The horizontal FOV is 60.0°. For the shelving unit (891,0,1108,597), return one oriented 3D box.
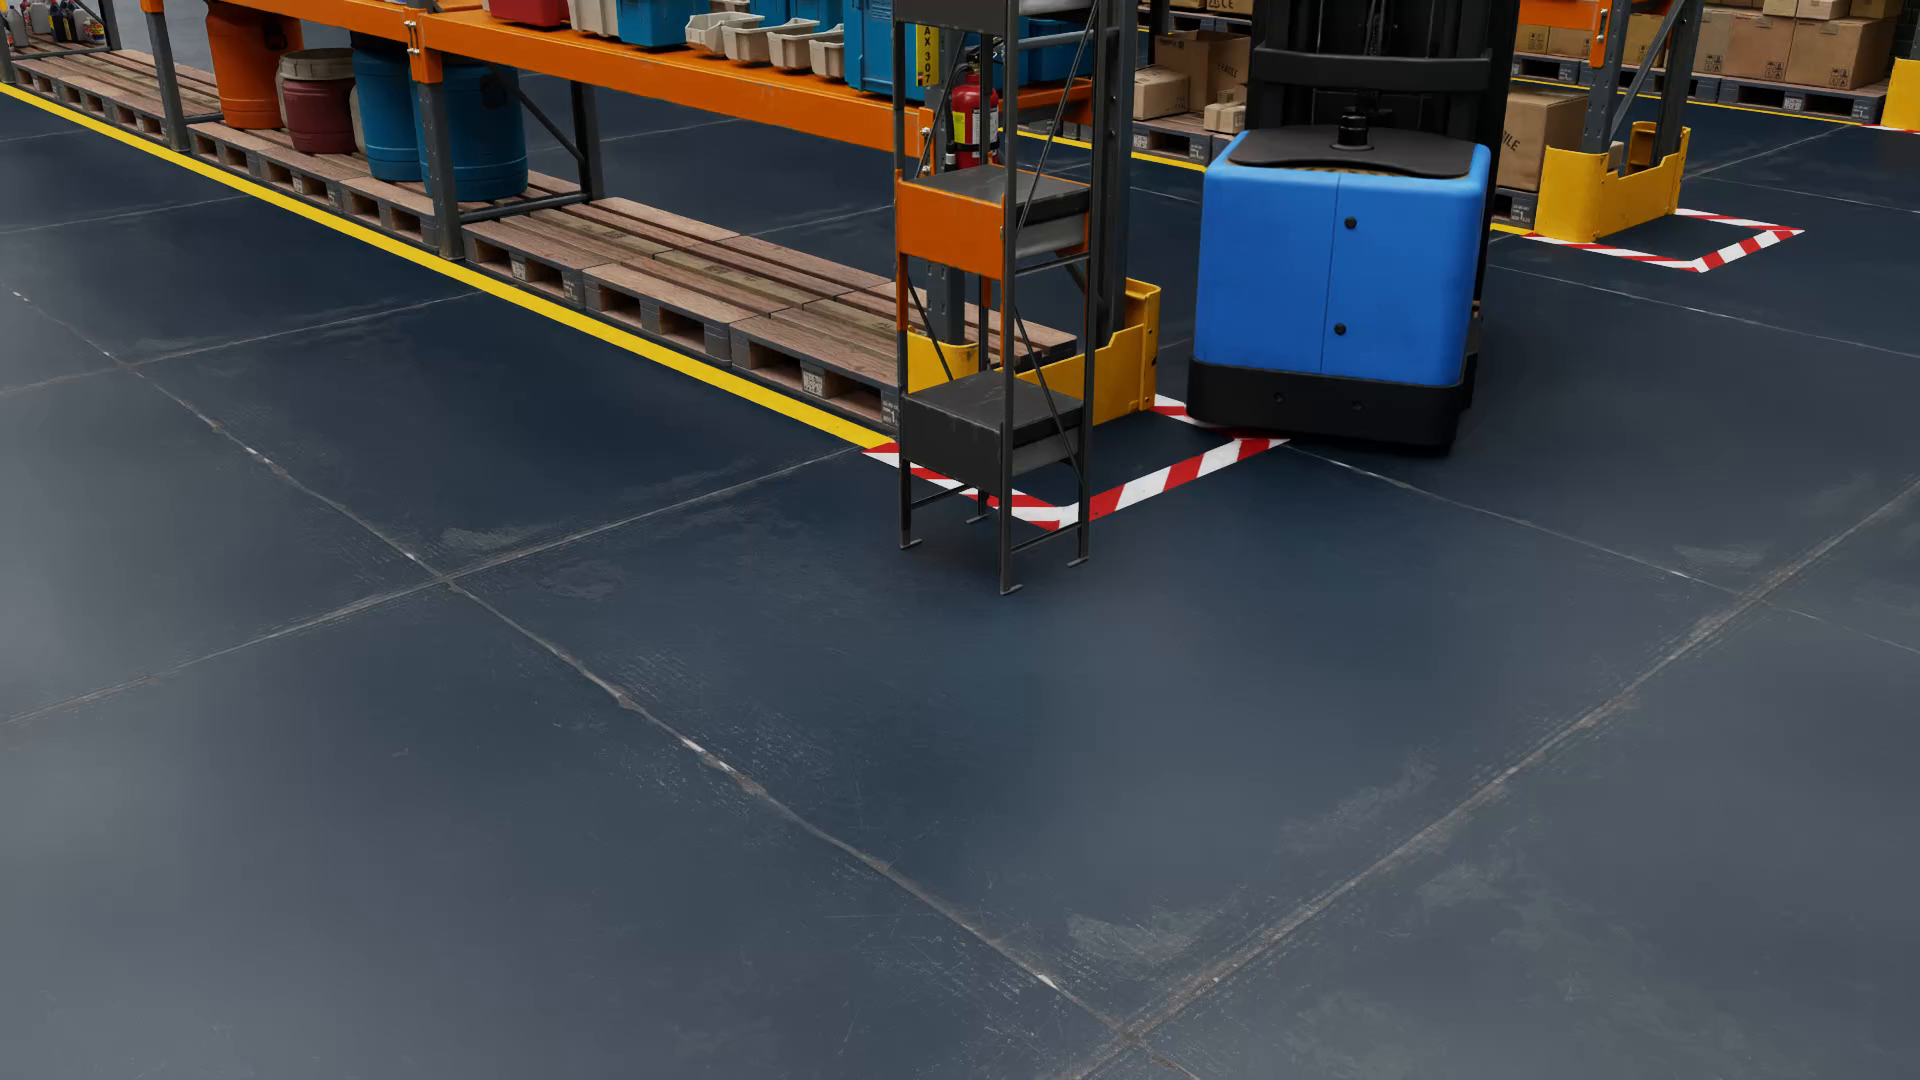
[{"bbox_3d":[0.113,-0.905,5.204,0.431,2.100,0.503,-21,32,-38],"label":"shelving unit"}]

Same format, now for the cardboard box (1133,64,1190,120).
[{"bbox_3d":[1.291,-3.232,11.929,0.500,0.311,0.500,-21,32,-38],"label":"cardboard box"}]

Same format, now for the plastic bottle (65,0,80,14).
[{"bbox_3d":[-8.173,-4.820,15.363,0.144,0.351,0.185,-20,31,-37],"label":"plastic bottle"}]

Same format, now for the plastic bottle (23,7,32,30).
[{"bbox_3d":[-8.914,-5.003,15.943,0.097,0.201,0.097,0,25,0],"label":"plastic bottle"}]

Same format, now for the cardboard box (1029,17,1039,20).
[{"bbox_3d":[0.637,-3.880,13.123,0.500,0.500,0.500,-21,32,-38],"label":"cardboard box"}]

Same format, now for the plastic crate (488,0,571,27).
[{"bbox_3d":[-2.029,-2.754,8.023,0.402,0.464,0.583,-21,32,-38],"label":"plastic crate"}]

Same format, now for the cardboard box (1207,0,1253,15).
[{"bbox_3d":[3.043,-5.747,16.818,0.750,0.750,0.750,-21,32,-39],"label":"cardboard box"}]

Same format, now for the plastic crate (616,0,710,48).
[{"bbox_3d":[-1.313,-2.328,7.368,0.416,0.233,0.300,-21,32,-38],"label":"plastic crate"}]

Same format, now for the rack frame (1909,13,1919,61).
[{"bbox_3d":[7.510,-4.638,12.302,1.000,3.000,0.127,-21,32,-38],"label":"rack frame"}]

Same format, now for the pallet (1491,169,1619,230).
[{"bbox_3d":[3.299,-2.227,10.377,1.003,0.211,1.213,-21,32,-38],"label":"pallet"}]

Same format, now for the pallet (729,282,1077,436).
[{"bbox_3d":[-0.257,-0.819,7.292,1.003,0.211,1.213,-21,32,-38],"label":"pallet"}]

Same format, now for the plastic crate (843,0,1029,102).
[{"bbox_3d":[-0.087,-1.919,6.228,0.616,0.435,0.499,-21,32,-38],"label":"plastic crate"}]

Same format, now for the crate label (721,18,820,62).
[{"bbox_3d":[-0.807,-2.100,6.984,0.396,0.136,0.243,-21,32,-38],"label":"crate label"}]

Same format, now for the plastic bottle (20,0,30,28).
[{"bbox_3d":[-9.008,-5.093,16.042,0.061,0.283,0.133,-21,32,-38],"label":"plastic bottle"}]

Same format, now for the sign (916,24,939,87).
[{"bbox_3d":[-0.113,-1.741,5.755,0.100,0.325,0.005,-21,32,-38],"label":"sign"}]

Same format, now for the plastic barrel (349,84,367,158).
[{"bbox_3d":[-3.620,-2.679,10.500,0.421,0.512,0.421,0,25,0],"label":"plastic barrel"}]

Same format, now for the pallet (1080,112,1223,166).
[{"bbox_3d":[1.631,-2.966,11.998,1.003,0.211,1.213,-21,32,-38],"label":"pallet"}]

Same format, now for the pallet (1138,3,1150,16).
[{"bbox_3d":[1.509,-6.030,18.714,1.003,0.211,1.213,-21,32,-38],"label":"pallet"}]

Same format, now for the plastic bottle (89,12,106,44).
[{"bbox_3d":[-7.822,-4.643,15.070,0.097,0.271,0.097,0,25,0],"label":"plastic bottle"}]

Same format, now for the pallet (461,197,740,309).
[{"bbox_3d":[-1.925,-1.559,8.912,1.003,0.211,1.213,-21,32,-38],"label":"pallet"}]

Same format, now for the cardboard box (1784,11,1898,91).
[{"bbox_3d":[6.958,-3.875,13.136,0.700,0.500,0.500,-21,32,-38],"label":"cardboard box"}]

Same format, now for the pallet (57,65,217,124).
[{"bbox_3d":[-6.521,-3.598,13.382,1.003,0.211,1.213,-21,32,-38],"label":"pallet"}]

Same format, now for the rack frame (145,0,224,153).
[{"bbox_3d":[-5.190,-4.251,11.454,1.000,3.000,0.127,-21,32,-38],"label":"rack frame"}]

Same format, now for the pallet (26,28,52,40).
[{"bbox_3d":[-9.191,-4.779,15.972,1.003,0.211,1.213,-21,32,-38],"label":"pallet"}]

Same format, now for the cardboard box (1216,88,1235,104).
[{"bbox_3d":[2.059,-3.158,11.962,0.380,0.149,0.250,-21,32,-38],"label":"cardboard box"}]

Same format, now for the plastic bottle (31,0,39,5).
[{"bbox_3d":[-8.836,-5.078,16.018,0.152,0.276,0.135,-22,33,-40],"label":"plastic bottle"}]

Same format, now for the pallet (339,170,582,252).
[{"bbox_3d":[-2.953,-2.016,9.915,1.003,0.211,1.213,-21,32,-38],"label":"pallet"}]

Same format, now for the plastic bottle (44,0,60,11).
[{"bbox_3d":[-8.592,-5.006,15.771,0.144,0.351,0.185,-22,32,-39],"label":"plastic bottle"}]

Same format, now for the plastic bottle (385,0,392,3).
[{"bbox_3d":[-3.061,-3.004,8.960,0.097,0.201,0.097,0,25,0],"label":"plastic bottle"}]

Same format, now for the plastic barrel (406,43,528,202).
[{"bbox_3d":[-2.815,-2.445,9.518,0.600,0.901,0.708,-21,32,-38],"label":"plastic barrel"}]

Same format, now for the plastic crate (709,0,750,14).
[{"bbox_3d":[-1.046,-2.504,7.871,0.293,0.136,0.466,-21,32,-38],"label":"plastic crate"}]

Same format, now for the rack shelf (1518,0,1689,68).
[{"bbox_3d":[2.529,-3.510,10.697,1.077,0.370,4.000,-21,32,-38],"label":"rack shelf"}]

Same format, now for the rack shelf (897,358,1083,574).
[{"bbox_3d":[0.113,-0.256,5.500,0.431,0.518,0.480,-21,32,-38],"label":"rack shelf"}]

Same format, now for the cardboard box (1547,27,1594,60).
[{"bbox_3d":[5.553,-4.495,14.494,0.700,0.500,0.500,-22,32,-39],"label":"cardboard box"}]

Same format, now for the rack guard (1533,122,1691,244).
[{"bbox_3d":[3.844,-2.117,9.788,1.175,0.500,0.348,-21,32,-38],"label":"rack guard"}]

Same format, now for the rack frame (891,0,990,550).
[{"bbox_3d":[-0.054,-0.979,5.366,0.400,2.100,0.015,-21,32,-38],"label":"rack frame"}]

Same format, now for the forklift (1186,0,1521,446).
[{"bbox_3d":[1.857,-2.279,7.213,1.130,2.935,3.031,8,26,17],"label":"forklift"}]

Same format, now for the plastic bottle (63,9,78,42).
[{"bbox_3d":[-8.140,-4.708,15.199,0.061,0.283,0.133,-21,32,-38],"label":"plastic bottle"}]

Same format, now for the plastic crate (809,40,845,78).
[{"bbox_3d":[-0.412,-1.930,6.613,0.396,0.136,0.243,-21,32,-38],"label":"plastic crate"}]

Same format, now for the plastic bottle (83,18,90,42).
[{"bbox_3d":[-7.961,-4.672,15.220,0.097,0.201,0.097,0,25,0],"label":"plastic bottle"}]

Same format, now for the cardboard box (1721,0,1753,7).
[{"bbox_3d":[6.498,-4.495,13.714,0.380,0.149,0.250,-21,32,-38],"label":"cardboard box"}]

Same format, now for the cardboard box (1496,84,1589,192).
[{"bbox_3d":[3.345,-2.389,9.855,0.500,0.500,0.500,-21,32,-38],"label":"cardboard box"}]

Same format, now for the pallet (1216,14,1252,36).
[{"bbox_3d":[3.355,-5.163,16.813,1.003,0.211,1.213,-21,32,-38],"label":"pallet"}]

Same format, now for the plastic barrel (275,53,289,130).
[{"bbox_3d":[-4.392,-3.021,11.250,0.421,0.512,0.421,0,25,0],"label":"plastic barrel"}]

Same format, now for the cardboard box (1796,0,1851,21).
[{"bbox_3d":[6.737,-4.158,12.974,0.380,0.149,0.250,-22,32,-39],"label":"cardboard box"}]

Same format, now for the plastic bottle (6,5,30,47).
[{"bbox_3d":[-8.469,-4.612,14.907,0.144,0.351,0.185,-21,32,-38],"label":"plastic bottle"}]

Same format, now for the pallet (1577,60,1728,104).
[{"bbox_3d":[6.076,-3.959,14.173,1.003,0.211,1.213,-21,32,-38],"label":"pallet"}]

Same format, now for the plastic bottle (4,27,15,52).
[{"bbox_3d":[-8.399,-4.411,14.647,0.097,0.201,0.097,0,25,0],"label":"plastic bottle"}]

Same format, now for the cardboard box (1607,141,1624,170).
[{"bbox_3d":[3.861,-2.359,10.211,0.380,0.149,0.250,-21,32,-38],"label":"cardboard box"}]

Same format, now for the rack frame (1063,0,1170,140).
[{"bbox_3d":[1.162,-4.443,11.876,1.000,3.000,0.127,-21,32,-38],"label":"rack frame"}]

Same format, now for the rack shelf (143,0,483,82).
[{"bbox_3d":[-3.823,-3.318,10.275,1.077,0.370,4.000,-21,32,-38],"label":"rack shelf"}]

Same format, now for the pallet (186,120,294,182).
[{"bbox_3d":[-4.621,-2.755,11.535,1.003,0.211,1.213,-21,32,-38],"label":"pallet"}]

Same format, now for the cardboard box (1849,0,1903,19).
[{"bbox_3d":[7.190,-4.189,13.043,0.380,0.149,0.250,-21,32,-38],"label":"cardboard box"}]

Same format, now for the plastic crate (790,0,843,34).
[{"bbox_3d":[-0.550,-2.345,7.407,0.416,0.233,0.300,-21,32,-38],"label":"plastic crate"}]

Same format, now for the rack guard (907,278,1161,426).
[{"bbox_3d":[0.304,-0.686,6.652,1.175,0.500,0.348,-21,32,-38],"label":"rack guard"}]

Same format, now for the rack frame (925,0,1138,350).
[{"bbox_3d":[0.278,-1.827,6.141,1.000,3.000,0.127,-21,32,-38],"label":"rack frame"}]

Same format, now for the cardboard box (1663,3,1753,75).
[{"bbox_3d":[6.272,-4.179,13.802,0.500,0.500,0.700,23,33,40],"label":"cardboard box"}]
